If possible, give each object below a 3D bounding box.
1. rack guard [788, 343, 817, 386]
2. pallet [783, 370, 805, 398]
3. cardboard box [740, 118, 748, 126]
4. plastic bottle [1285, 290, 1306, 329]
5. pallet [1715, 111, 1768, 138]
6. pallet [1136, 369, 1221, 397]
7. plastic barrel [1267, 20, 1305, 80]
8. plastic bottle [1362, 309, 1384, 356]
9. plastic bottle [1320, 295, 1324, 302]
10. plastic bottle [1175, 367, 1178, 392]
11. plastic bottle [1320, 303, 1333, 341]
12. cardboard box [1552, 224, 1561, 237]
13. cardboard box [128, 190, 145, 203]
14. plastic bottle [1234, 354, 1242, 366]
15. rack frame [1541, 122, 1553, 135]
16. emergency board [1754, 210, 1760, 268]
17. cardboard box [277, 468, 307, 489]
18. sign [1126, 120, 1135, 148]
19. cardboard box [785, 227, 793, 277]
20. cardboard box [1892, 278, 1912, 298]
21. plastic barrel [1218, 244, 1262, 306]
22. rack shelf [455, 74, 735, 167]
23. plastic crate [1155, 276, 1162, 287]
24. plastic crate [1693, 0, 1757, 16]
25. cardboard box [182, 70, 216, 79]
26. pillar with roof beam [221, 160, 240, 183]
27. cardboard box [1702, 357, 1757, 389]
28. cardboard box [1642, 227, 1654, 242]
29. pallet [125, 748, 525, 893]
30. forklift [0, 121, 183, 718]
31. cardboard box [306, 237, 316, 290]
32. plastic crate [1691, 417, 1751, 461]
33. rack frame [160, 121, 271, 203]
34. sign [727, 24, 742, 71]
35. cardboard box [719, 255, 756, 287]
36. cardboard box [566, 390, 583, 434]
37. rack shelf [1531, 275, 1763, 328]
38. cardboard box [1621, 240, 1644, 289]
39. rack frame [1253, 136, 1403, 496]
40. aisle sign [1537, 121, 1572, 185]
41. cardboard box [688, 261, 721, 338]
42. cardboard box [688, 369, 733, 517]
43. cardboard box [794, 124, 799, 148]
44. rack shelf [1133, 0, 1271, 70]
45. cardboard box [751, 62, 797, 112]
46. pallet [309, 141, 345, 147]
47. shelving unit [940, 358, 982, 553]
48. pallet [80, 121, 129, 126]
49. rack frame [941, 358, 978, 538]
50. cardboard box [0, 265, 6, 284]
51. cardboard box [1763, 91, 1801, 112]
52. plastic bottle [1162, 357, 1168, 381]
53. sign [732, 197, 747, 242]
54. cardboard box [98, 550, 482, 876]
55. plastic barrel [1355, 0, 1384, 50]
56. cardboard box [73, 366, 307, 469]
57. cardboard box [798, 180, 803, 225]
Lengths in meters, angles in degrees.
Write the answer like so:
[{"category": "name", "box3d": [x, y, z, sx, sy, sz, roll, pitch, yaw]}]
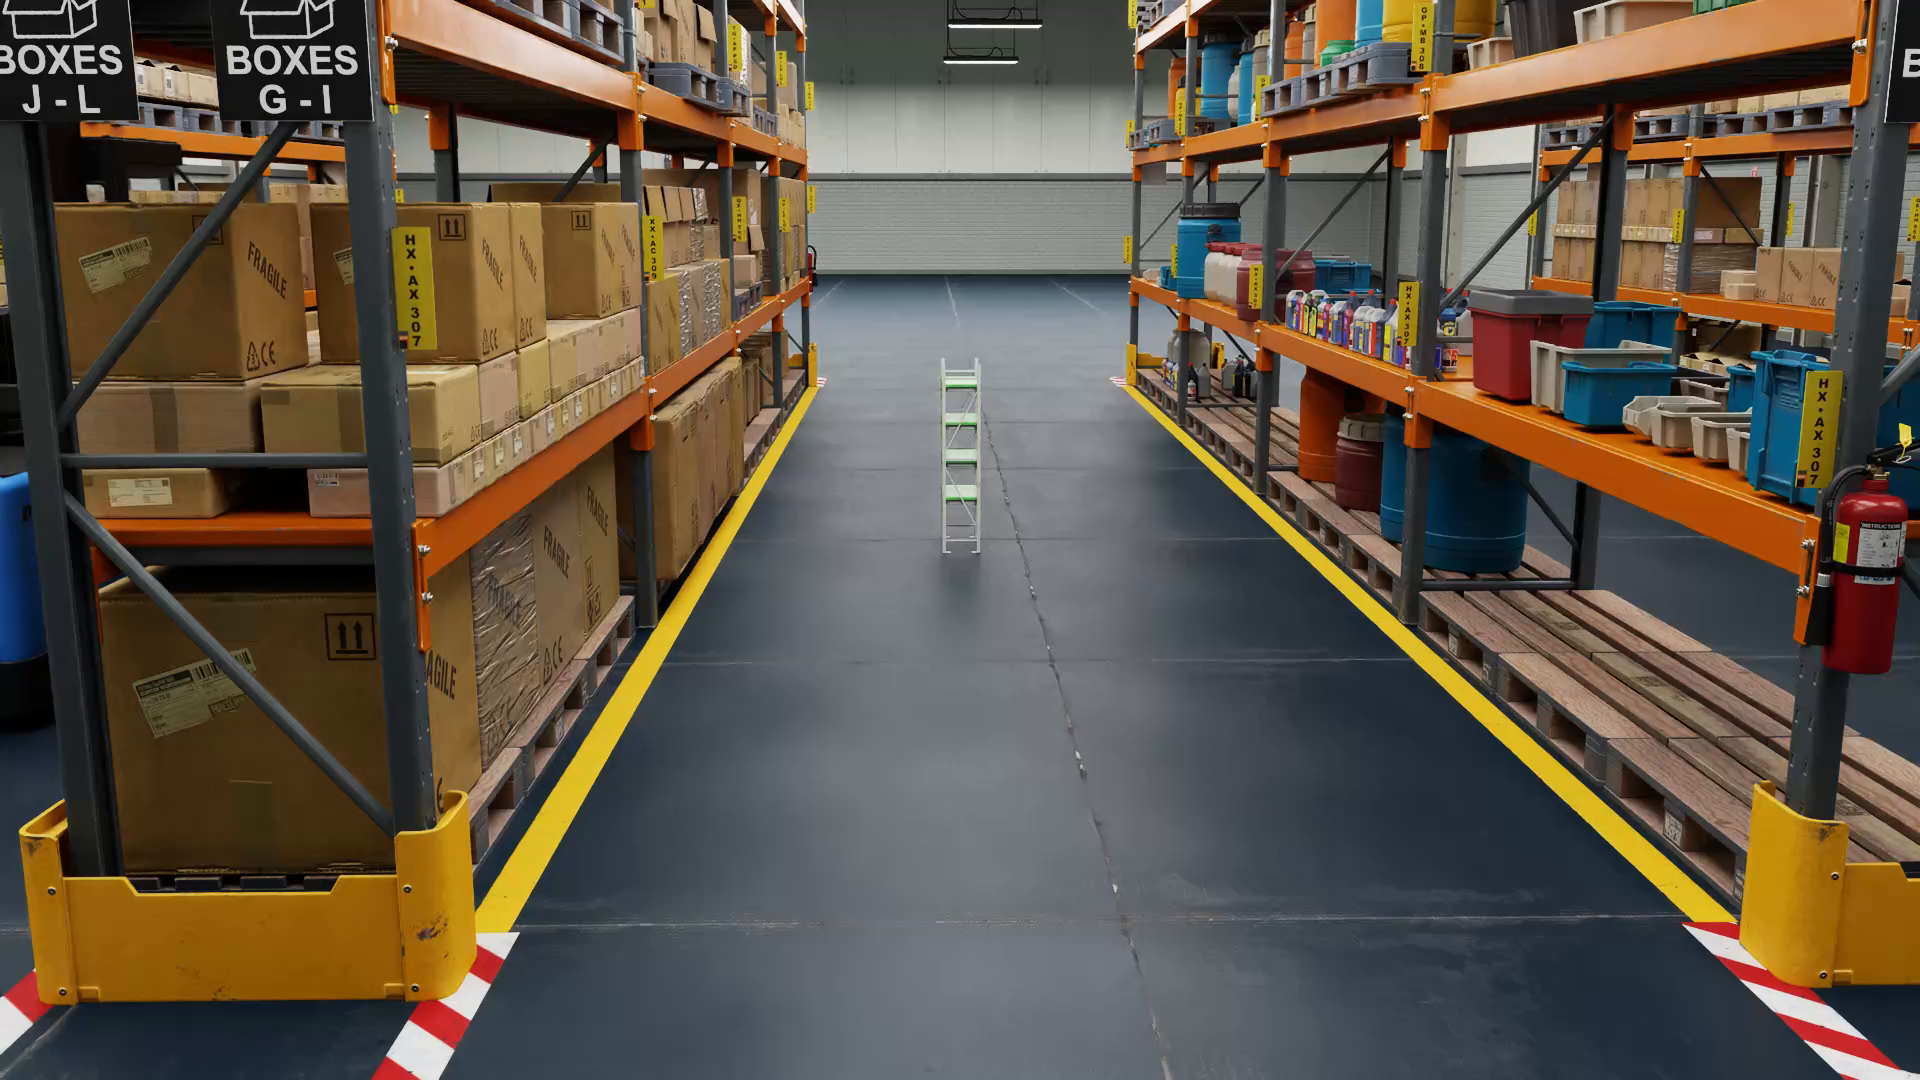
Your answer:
[{"category": "rack guard", "box3d": [-2.349, -2.151, 20.405, 1.175, 0.500, 0.348, 0, 11, -1]}, {"category": "pallet", "box3d": [-2.367, -1.848, 19.637, 1.003, 0.211, 1.213, 0, 11, -1]}, {"category": "cardboard box", "box3d": [-1.951, -3.394, 13.077, 0.500, 0.250, 0.500, 0, 11, 0]}, {"category": "plastic bottle", "box3d": [2.453, -1.673, 12.074, 0.152, 0.276, 0.135, 0, 11, -1]}, {"category": "pallet", "box3d": [7.668, -3.837, 15.365, 0.805, 0.209, 1.217, -1, 11, -3]}, {"category": "pallet", "box3d": [2.661, -1.869, 19.739, 1.003, 0.211, 1.213, 0, 11, -1]}, {"category": "plastic barrel", "box3d": [2.939, -3.972, 14.288, 0.600, 0.901, 0.708, 0, 11, -1]}, {"category": "plastic bottle", "box3d": [2.497, -1.242, 9.949, 0.152, 0.276, 0.135, 0, 11, -1]}, {"category": "plastic bottle", "box3d": [2.498, -1.556, 11.508, 0.097, 0.271, 0.097, 0, 11, 0]}, {"category": "plastic bottle", "box3d": [2.372, -1.763, 17.761, 0.144, 0.351, 0.185, 0, 11, -2]}, {"category": "plastic bottle", "box3d": [2.447, -1.464, 11.055, 0.097, 0.271, 0.097, 0, 11, 0]}, {"category": "cardboard box", "box3d": [7.347, -3.719, 19.964, 0.380, 0.149, 0.250, 0, 11, -2]}, {"category": "cardboard box", "box3d": [-7.170, -2.632, 13.720, 0.700, 0.500, 0.500, 0, 11, -2]}, {"category": "plastic bottle", "box3d": [3.066, -1.855, 18.214, 0.144, 0.351, 0.185, 0, 11, 1]}, {"category": "rack frame", "box3d": [7.554, -6.371, 19.831, 1.000, 3.000, 0.127, 0, 11, -1]}, {"category": "emergency board", "box3d": [13.249, -5.001, 28.164, 0.194, 1.169, 0.643, 0, 11, -1]}, {"category": "cardboard box", "box3d": [-2.368, -0.259, 5.423, 0.380, 0.149, 0.250, 0, 11, -1]}, {"category": "sign", "box3d": [2.051, -4.885, 20.025, 0.100, 0.325, 0.005, 0, 11, -1]}, {"category": "cardboard box", "box3d": [-2.190, -2.980, 17.205, 0.875, 0.500, 0.500, 0, 11, -1]}, {"category": "cardboard box", "box3d": [7.894, -1.976, 13.478, 0.500, 0.311, 0.500, 0, 11, -2]}, {"category": "plastic barrel", "box3d": [2.500, -2.346, 14.738, 0.433, 0.535, 0.433, 0, 11, 0]}, {"category": "rack shelf", "box3d": [-2.144, -2.521, 10.206, 1.077, 0.370, 4.000, 0, 11, -1]}, {"category": "plastic crate", "box3d": [2.397, -2.809, 18.024, 0.530, 0.136, 0.437, 0, 11, -1]}, {"category": "plastic crate", "box3d": [2.626, -1.792, 5.337, 0.450, 0.188, 0.336, 0, 11, -1]}, {"category": "cardboard box", "box3d": [-7.496, -4.490, 16.423, 0.500, 0.250, 0.500, 0, 11, -2]}, {"category": "pillar with roof beam", "box3d": [-14.299, -10.916, 42.232, 9.100, 9.000, 0.548, 0, 11, -1]}, {"category": "cardboard box", "box3d": [7.401, -1.586, 15.784, 0.500, 0.311, 0.500, 0, 11, -2]}, {"category": "cardboard box", "box3d": [7.399, -3.210, 17.452, 0.380, 0.149, 0.250, 0, 11, -1]}, {"category": "pallet", "box3d": [-2.115, 0.997, 5.613, 1.003, 0.211, 1.213, 0, 11, -1]}, {"category": "forklift", "box3d": [-4.474, -0.914, 8.195, 1.130, 2.935, 3.031, 0, 11, -2]}, {"category": "cardboard box", "box3d": [-7.176, -2.960, 17.726, 0.875, 0.550, 0.550, 0, 11, -1]}, {"category": "plastic crate", "box3d": [2.743, -0.350, 5.754, 0.396, 0.136, 0.243, 0, 11, -1]}, {"category": "rack frame", "box3d": [-7.229, -2.596, 16.310, 1.000, 3.000, 0.127, 0, 11, -1]}, {"category": "sign", "box3d": [-1.630, -3.564, 12.038, 0.100, 0.325, 0.005, 0, 11, -1]}, {"category": "cardboard box", "box3d": [-1.990, -2.267, 14.012, 0.500, 0.250, 0.500, -1, 11, -3]}, {"category": "cardboard box", "box3d": [-1.738, -0.517, 6.697, 0.380, 0.149, 0.250, 0, 11, 0]}, {"category": "rack shelf", "box3d": [7.595, -2.681, 18.540, 1.077, 0.370, 4.000, 0, 11, -1]}, {"category": "cardboard box", "box3d": [7.597, -2.978, 17.941, 0.700, 0.500, 0.500, 0, 11, 0]}, {"category": "rack frame", "box3d": [2.767, -1.821, 12.492, 1.000, 3.000, 0.127, 0, 11, -1]}, {"category": "aisle sign", "box3d": [7.246, -4.717, 20.227, 0.394, 0.787, 0.004, 0, 11, -1]}, {"category": "cardboard box", "box3d": [-1.923, -1.654, 11.415, 0.500, 0.500, 0.500, 0, 11, -2]}, {"category": "cardboard box", "box3d": [-2.181, -0.651, 11.012, 1.225, 0.875, 0.875, 0, 11, -1]}, {"category": "cardboard box", "box3d": [-2.071, -4.492, 18.489, 0.500, 0.250, 0.500, 0, 11, 0]}, {"category": "rack shelf", "box3d": [2.643, -5.406, 17.886, 1.077, 0.370, 4.000, 0, 11, -1]}, {"category": "cardboard box", "box3d": [-2.065, -4.994, 18.330, 0.500, 0.500, 0.500, 0, 11, -1]}, {"category": "pallet", "box3d": [-7.286, -4.670, 19.213, 1.003, 0.211, 1.213, 0, 11, -1]}, {"category": "shelving unit", "box3d": [0.003, -0.555, 10.778, 0.258, 1.200, 0.503, 0, 11, -1]}, {"category": "pallet", "box3d": [-7.212, -3.306, 12.741, 1.213, 0.211, 1.003, 0, 11, 1]}, {"category": "rack frame", "box3d": [-0.002, -0.604, 11.017, 0.240, 1.200, 0.015, 0, 11, -1]}, {"category": "cardboard box", "box3d": [-6.665, -1.828, 11.350, 0.380, 0.149, 0.250, 0, 11, 0]}, {"category": "cardboard box", "box3d": [7.654, -4.007, 15.041, 0.500, 0.250, 0.500, -1, 12, -7]}, {"category": "plastic bottle", "box3d": [2.327, -1.928, 18.776, 0.097, 0.271, 0.097, 0, 11, 0]}, {"category": "sign", "box3d": [-1.630, -2.371, 12.292, 0.100, 0.325, 0.005, 0, 11, -1]}, {"category": "cardboard box", "box3d": [-2.113, 0.498, 5.349, 0.875, 0.875, 0.875, 0, 11, -1]}, {"category": "plastic barrel", "box3d": [2.661, -3.286, 9.853, 0.600, 0.901, 0.708, 0, 11, -1]}, {"category": "cardboard box", "box3d": [-2.295, -0.378, 5.008, 0.500, 0.250, 0.500, 0, 11, -2]}, {"category": "cardboard box", "box3d": [-2.076, -3.868, 19.068, 0.500, 0.500, 0.500, 0, 11, -1]}]
